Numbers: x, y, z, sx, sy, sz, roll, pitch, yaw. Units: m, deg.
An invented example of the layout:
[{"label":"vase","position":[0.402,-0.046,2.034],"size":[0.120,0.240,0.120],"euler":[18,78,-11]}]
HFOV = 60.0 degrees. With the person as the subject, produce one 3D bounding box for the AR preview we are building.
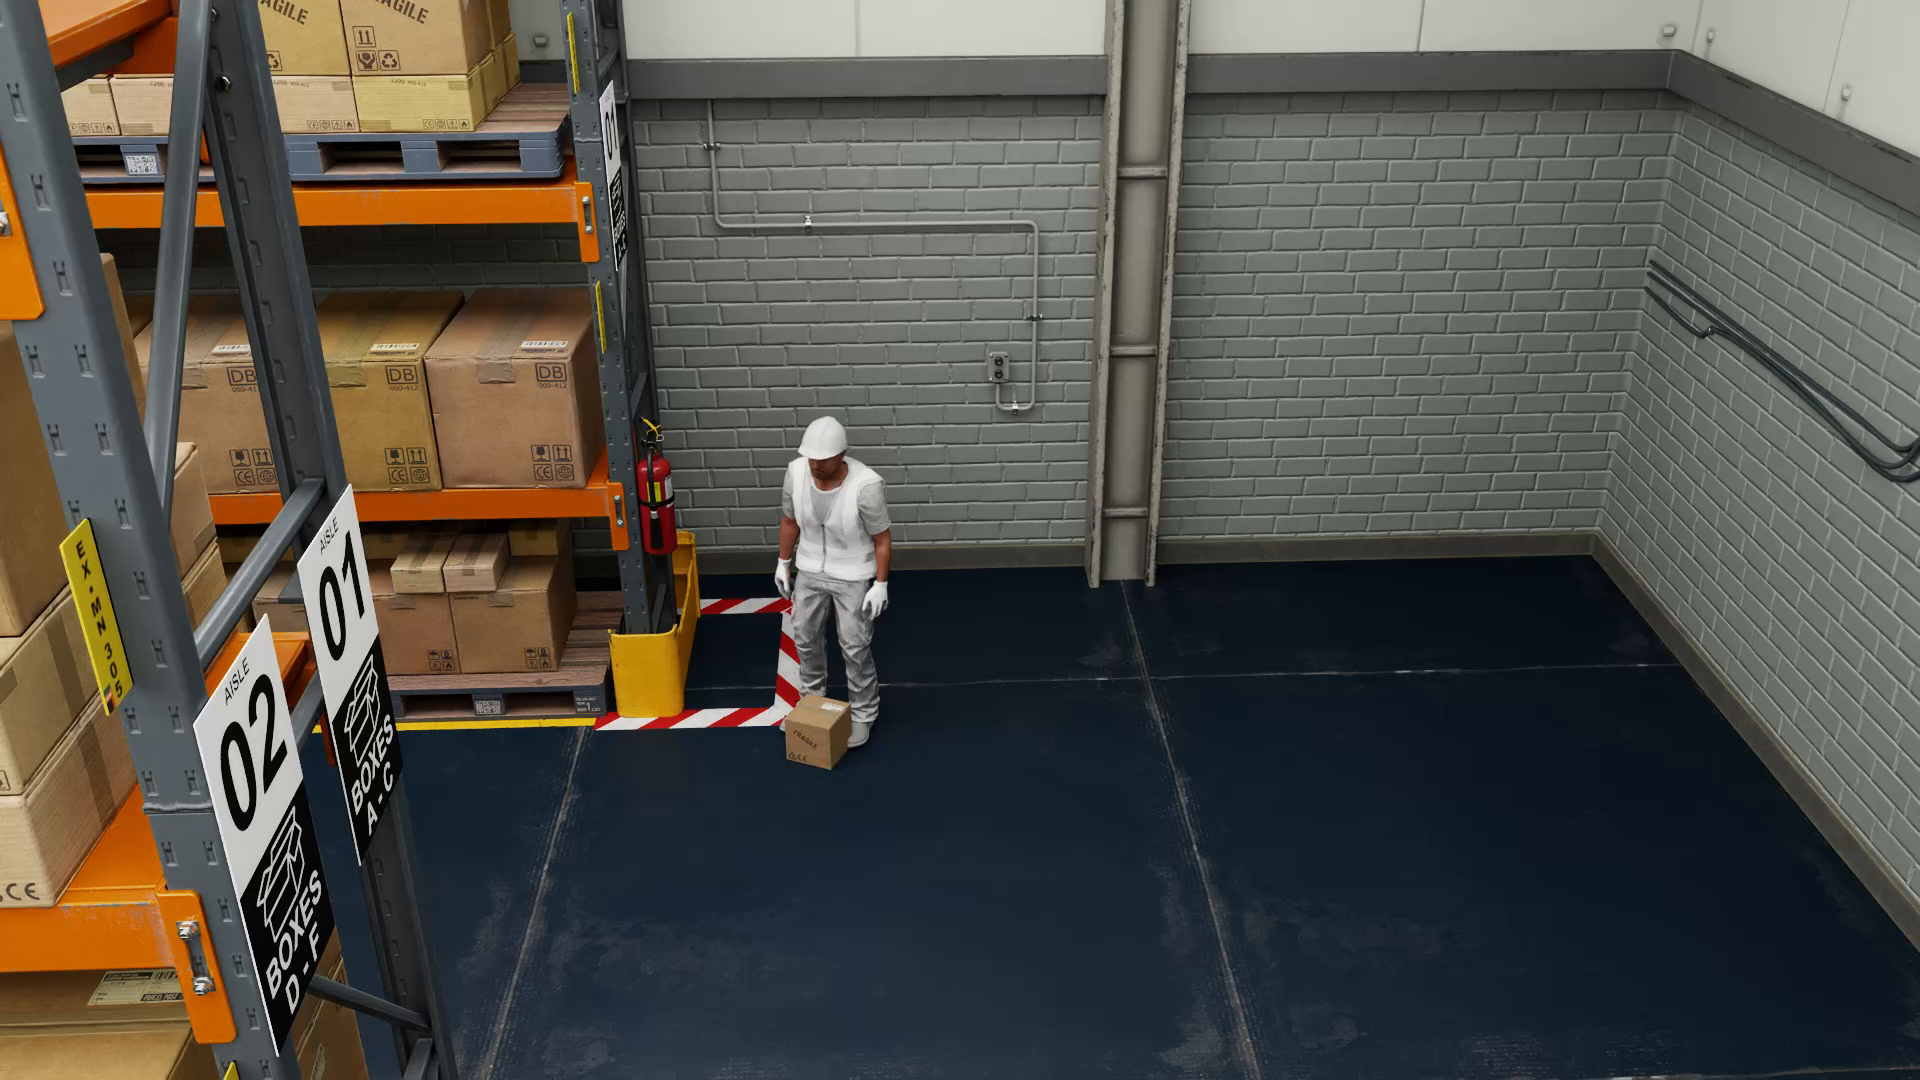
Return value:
[{"label":"person","position":[-0.633,0.189,8.242],"size":[0.614,1.773,0.449],"euler":[11,29,21]}]
